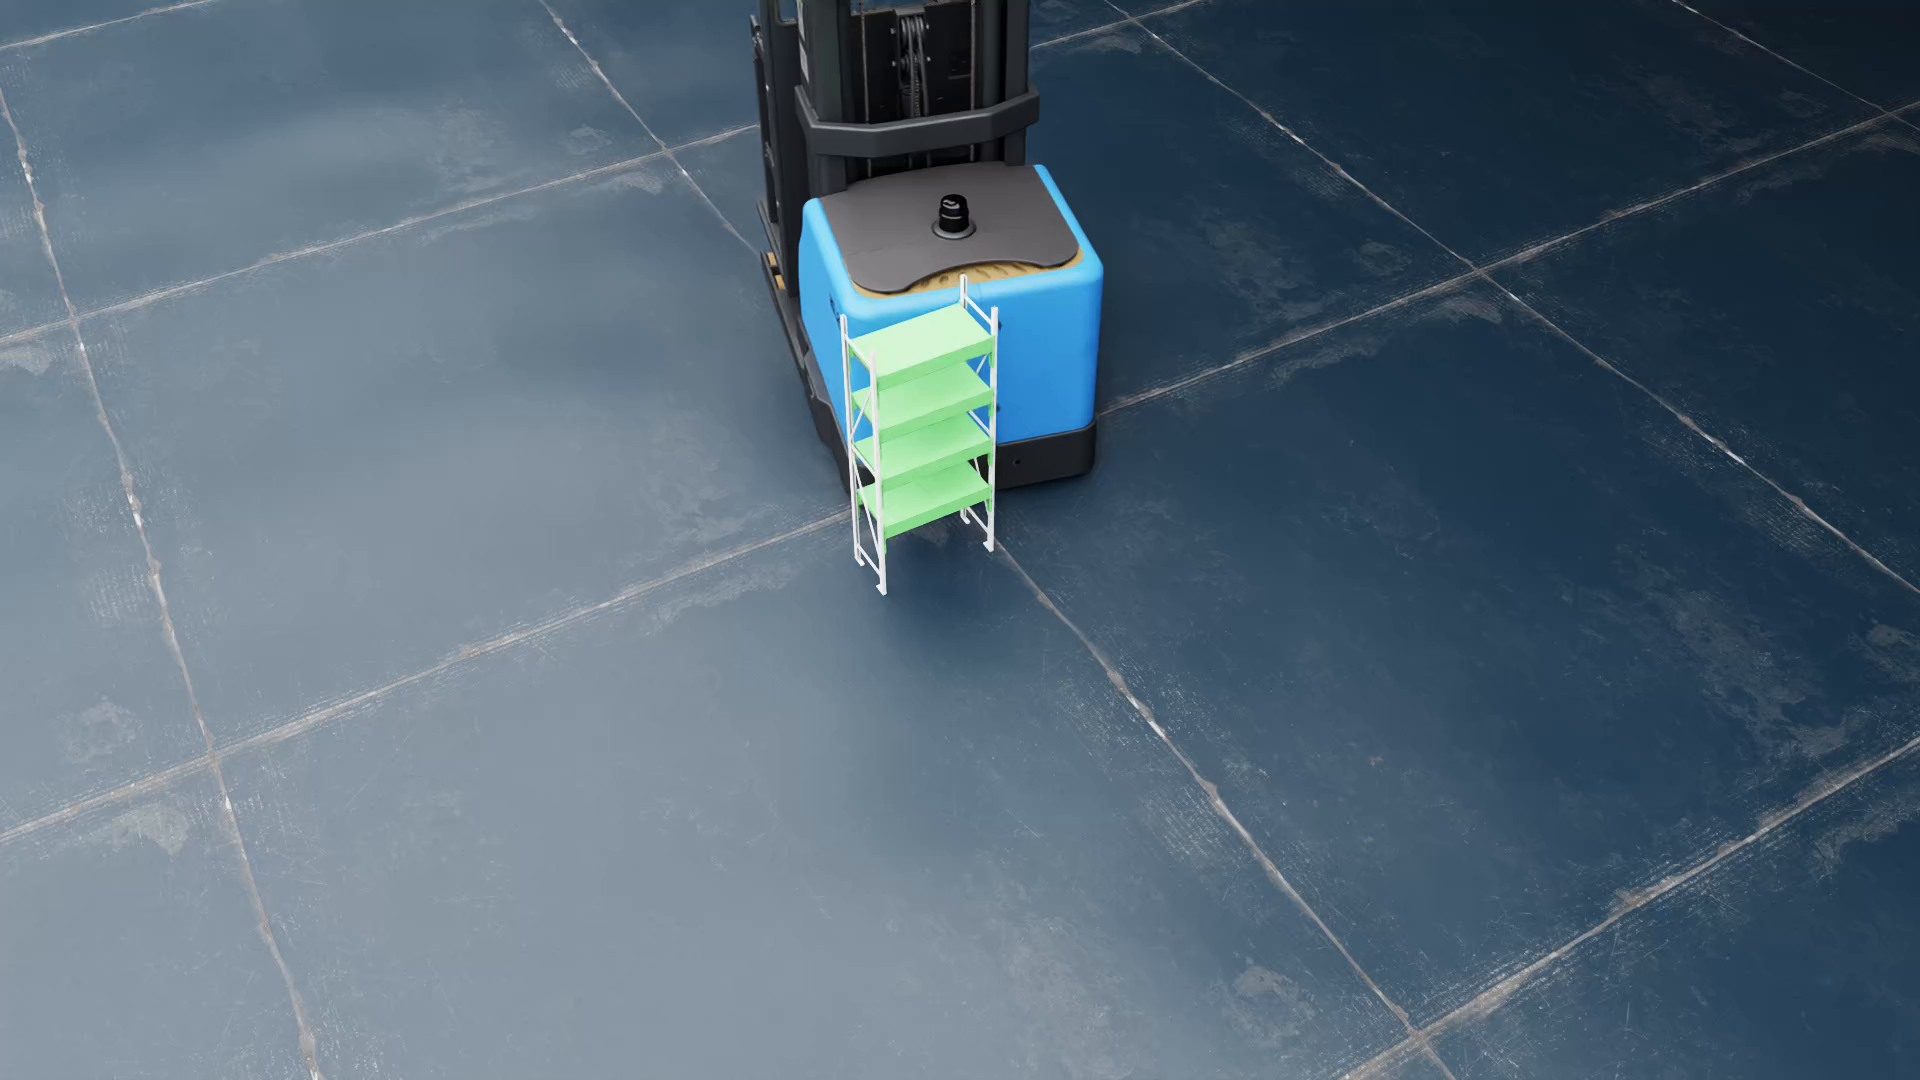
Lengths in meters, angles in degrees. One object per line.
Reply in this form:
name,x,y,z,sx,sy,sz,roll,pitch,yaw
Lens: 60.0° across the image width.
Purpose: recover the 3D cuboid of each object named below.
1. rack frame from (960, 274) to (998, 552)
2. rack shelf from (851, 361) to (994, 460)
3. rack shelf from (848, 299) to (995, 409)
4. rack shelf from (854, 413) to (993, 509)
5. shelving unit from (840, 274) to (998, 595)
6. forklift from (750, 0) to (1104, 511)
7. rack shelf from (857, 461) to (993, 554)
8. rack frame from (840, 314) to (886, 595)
rack frame,0.068,-0.458,6.360,0.015,1.200,0.240,-22,48,-21
rack shelf,-0.144,-0.500,6.150,0.480,0.148,0.258,-22,48,-21
rack shelf,-0.144,-0.672,5.983,0.480,0.148,0.258,-22,48,-21
rack shelf,-0.144,-0.327,6.317,0.480,0.148,0.258,-22,48,-21
shelving unit,-0.144,-0.373,6.273,0.503,1.200,0.258,-22,48,-21
forklift,-0.325,-2.208,6.920,1.130,2.935,3.031,-11,45,-11
rack shelf,-0.144,-0.155,6.485,0.480,0.148,0.258,-22,48,-21
rack frame,-0.355,-0.288,6.186,0.015,1.200,0.240,-22,48,-21
